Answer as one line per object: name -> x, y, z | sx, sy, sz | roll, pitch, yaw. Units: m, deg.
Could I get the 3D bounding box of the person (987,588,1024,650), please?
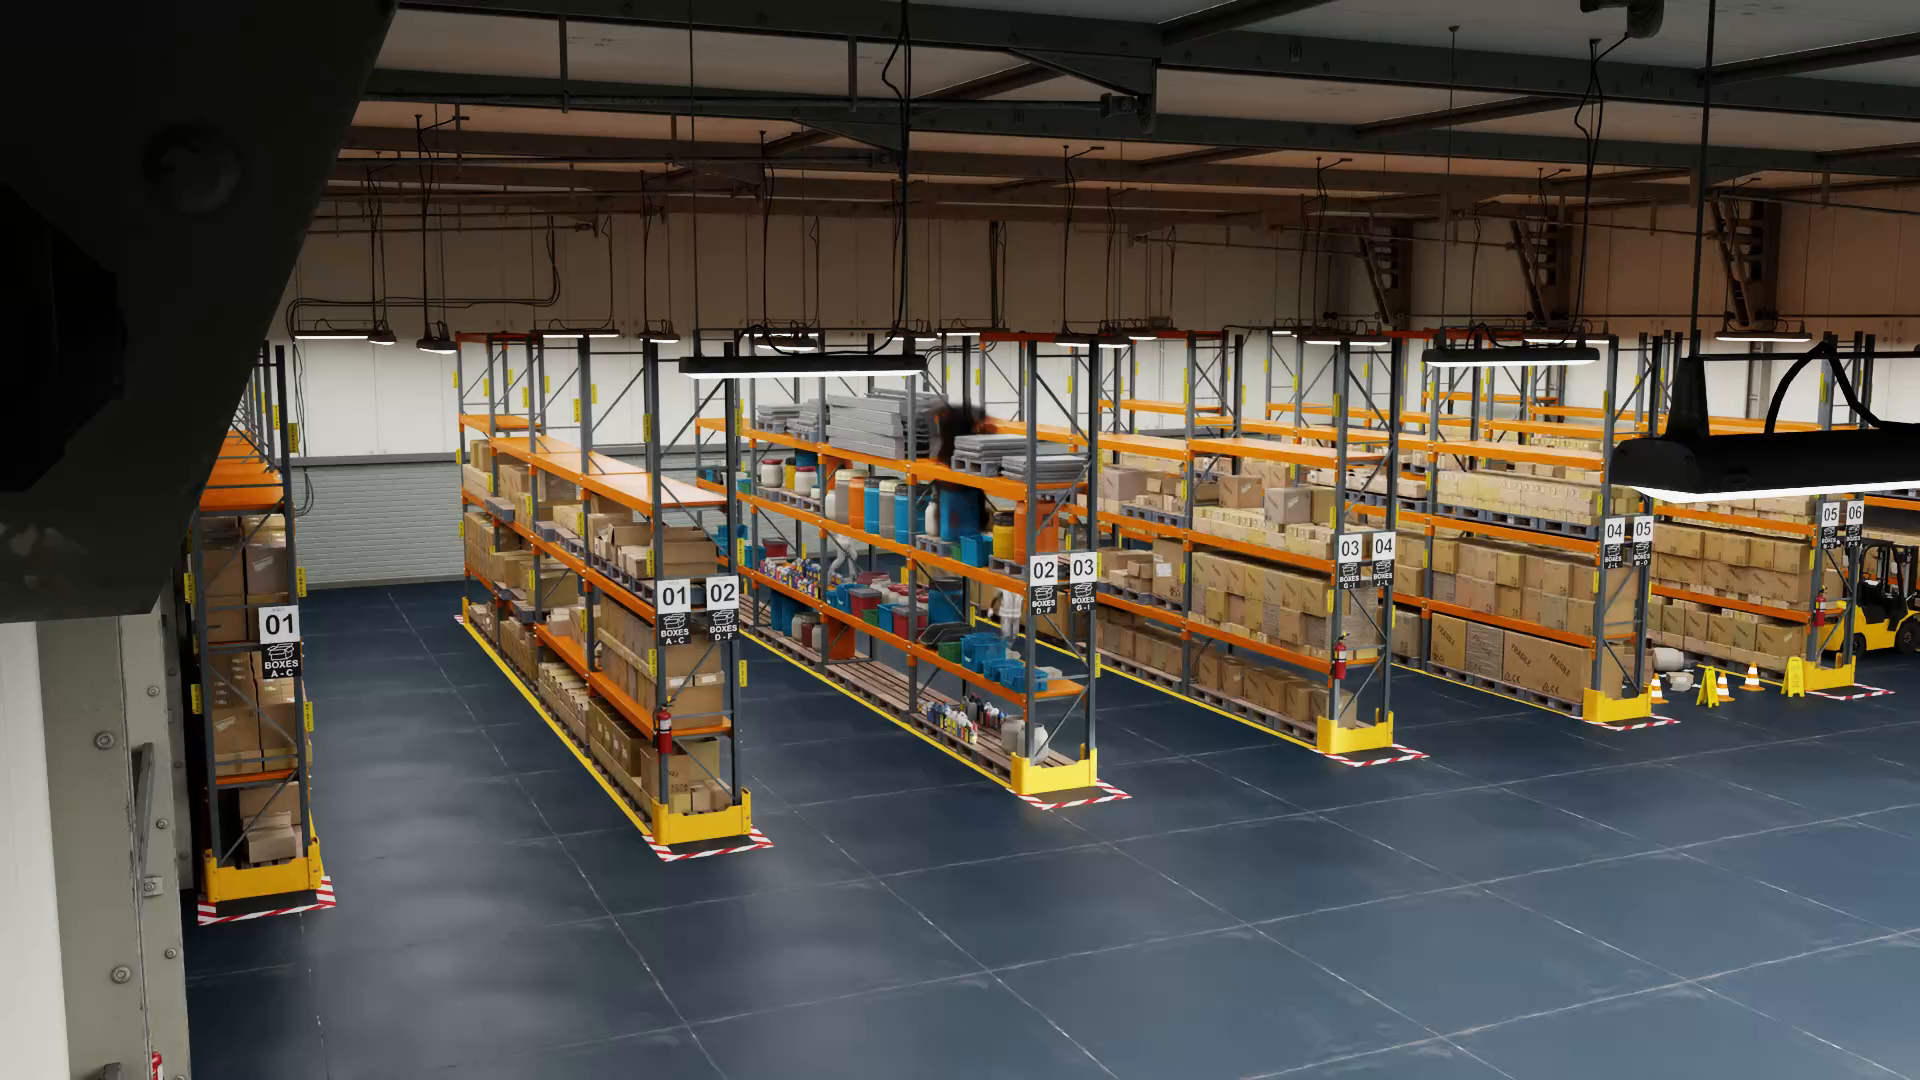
person -> 0.945, 1.397, 30.206 | 0.680, 1.729, 0.800 | -3, 8, -20

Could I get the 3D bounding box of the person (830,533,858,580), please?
person -> -2.750, 0.117, 39.610 | 0.886, 1.839, 0.655 | 0, 8, 0

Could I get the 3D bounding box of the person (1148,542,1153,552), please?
person -> 5.168, -0.412, 44.238 | 0.540, 1.568, 0.725 | 7, 11, 44
